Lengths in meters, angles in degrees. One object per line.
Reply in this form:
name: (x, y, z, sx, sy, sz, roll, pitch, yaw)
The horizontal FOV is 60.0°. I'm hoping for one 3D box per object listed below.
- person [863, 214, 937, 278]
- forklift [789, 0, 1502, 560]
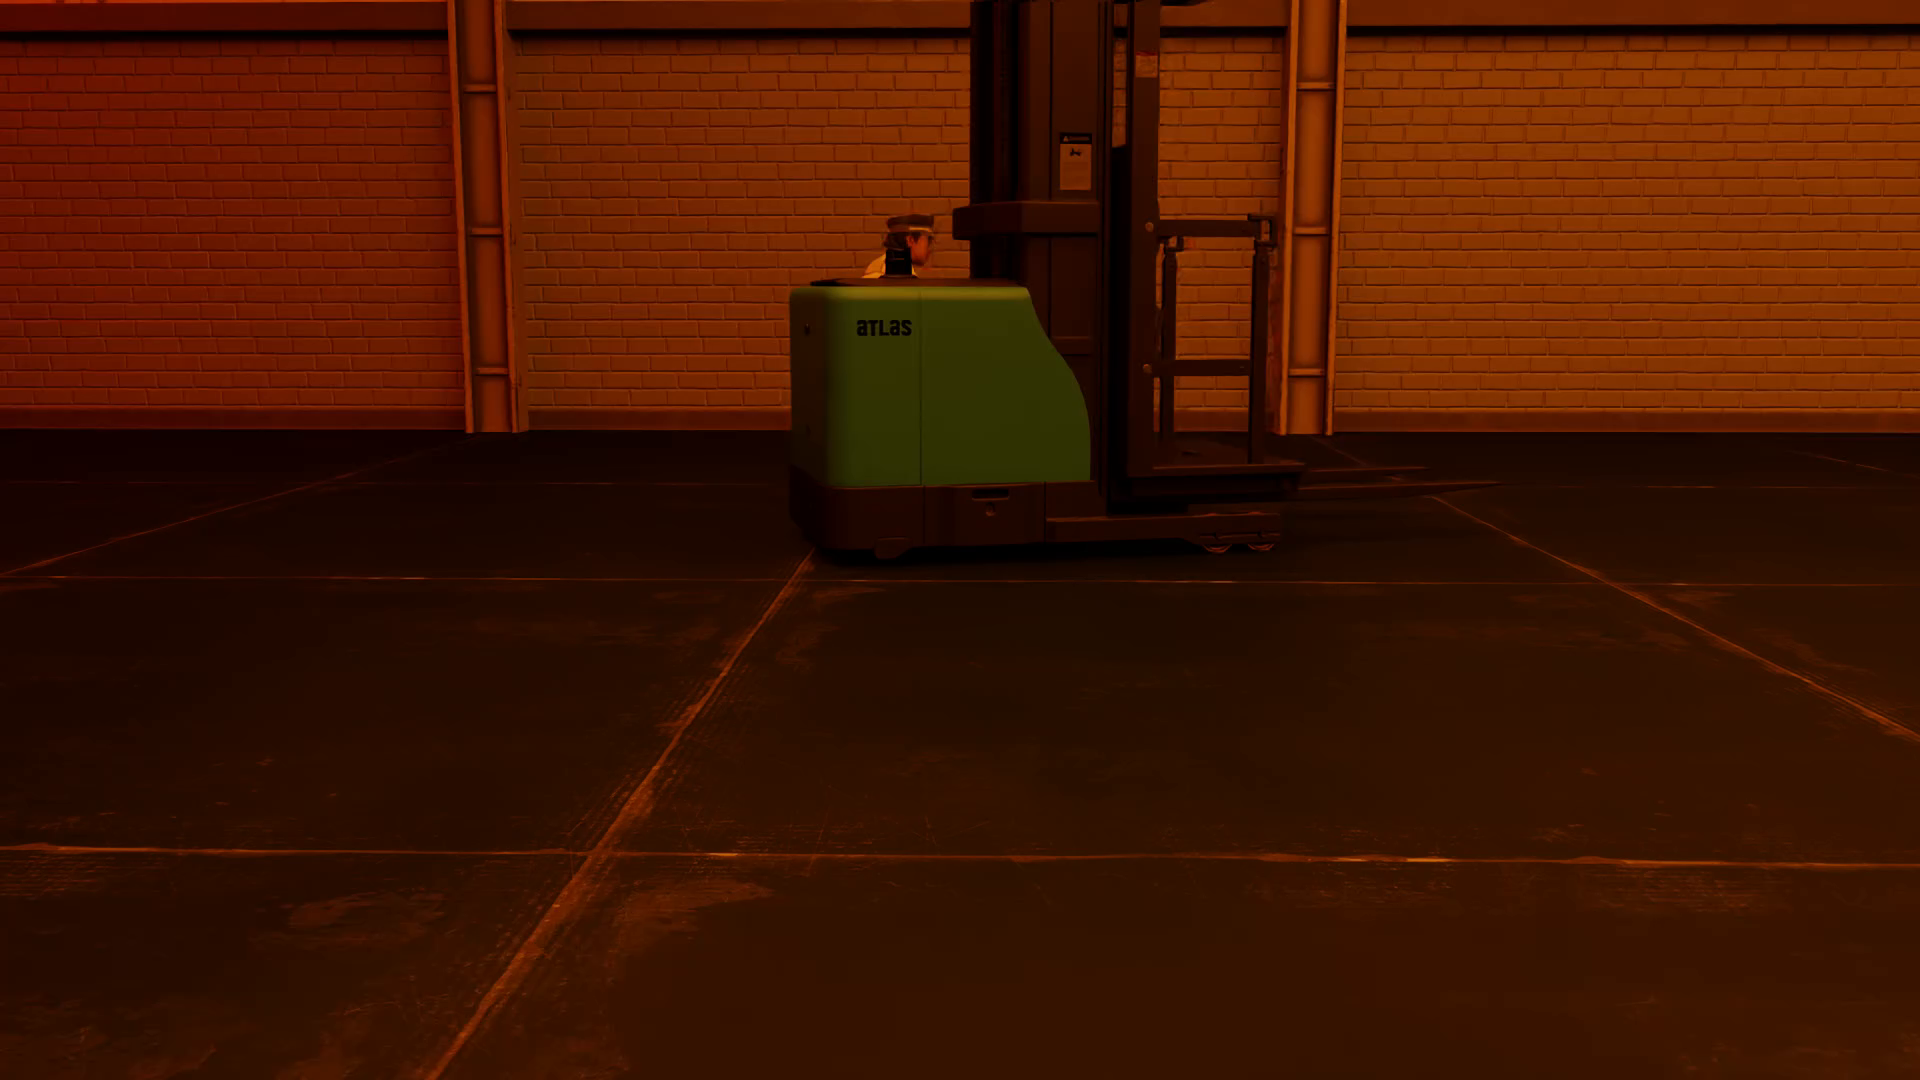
person: (-0.189, -0.925, 8.408, 0.813, 1.434, 0.908, -8, 12, -42)
forklift: (0.829, -1.469, 7.038, 3.031, 2.935, 1.130, -2, 9, -14)
